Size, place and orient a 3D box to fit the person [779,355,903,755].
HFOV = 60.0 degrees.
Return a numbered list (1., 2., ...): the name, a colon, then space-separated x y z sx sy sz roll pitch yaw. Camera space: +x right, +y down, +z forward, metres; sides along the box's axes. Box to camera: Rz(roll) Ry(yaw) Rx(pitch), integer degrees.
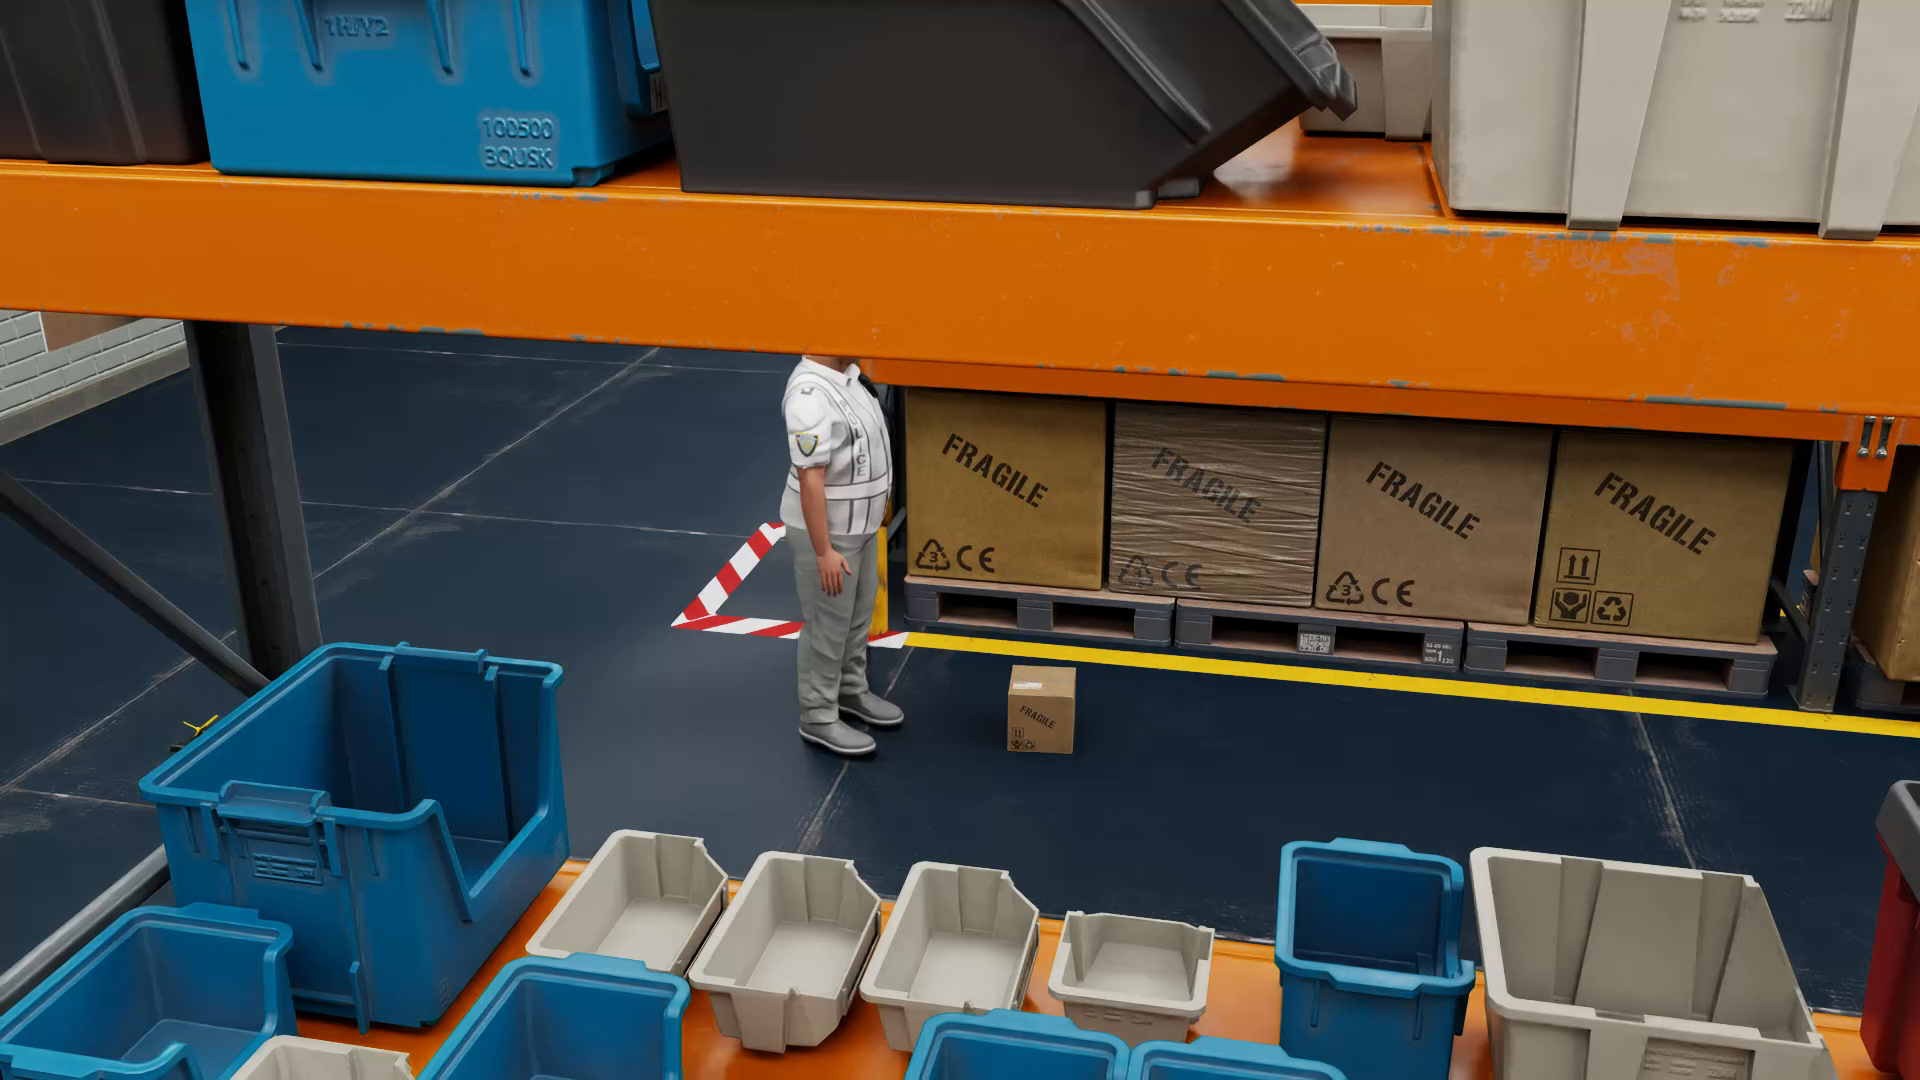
1. person: -0.454 -0.069 6.178 0.411 1.775 0.583 4 22 11
